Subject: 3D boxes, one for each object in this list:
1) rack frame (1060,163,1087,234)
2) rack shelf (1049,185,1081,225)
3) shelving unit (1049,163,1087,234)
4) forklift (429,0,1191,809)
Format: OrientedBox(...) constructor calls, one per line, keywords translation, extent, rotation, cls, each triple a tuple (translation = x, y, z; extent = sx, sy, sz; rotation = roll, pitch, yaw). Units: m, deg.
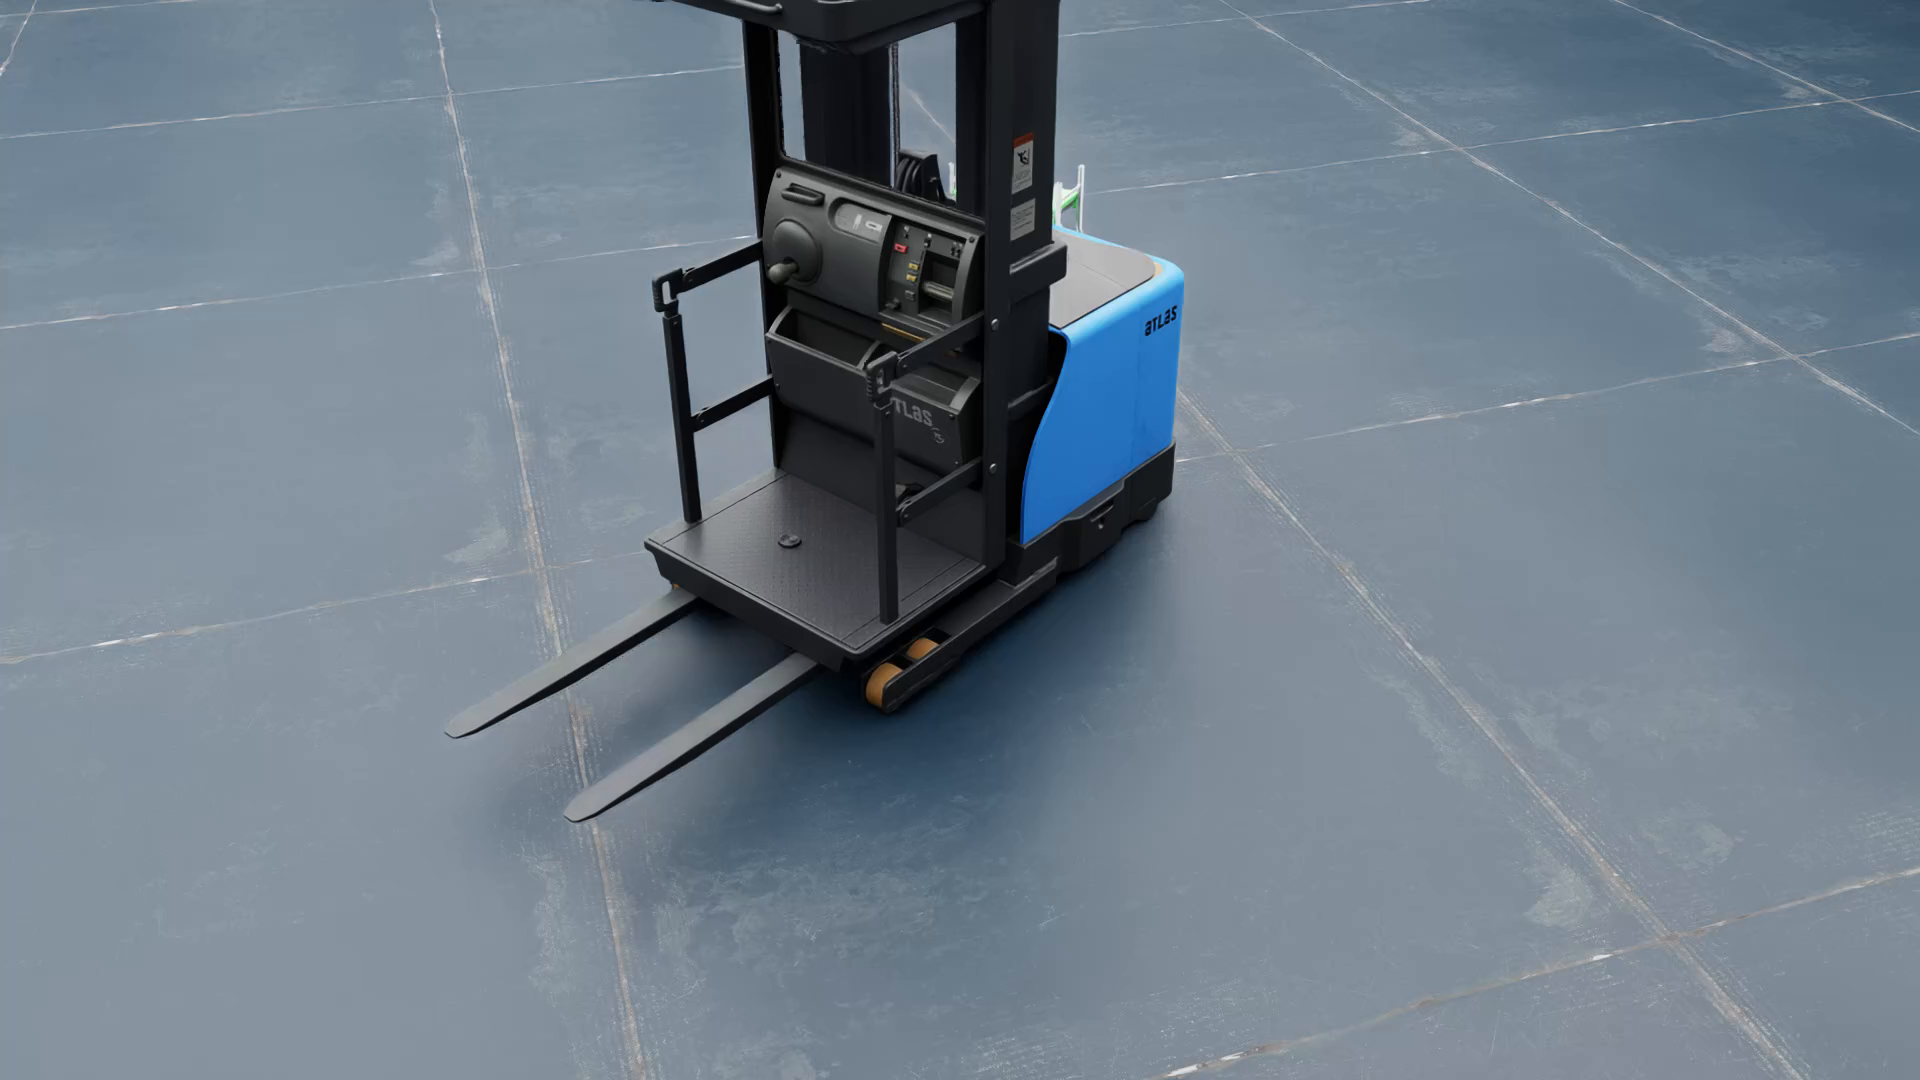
OrientedBox(translation=(0.469, -1.013, 7.193), extent=(0.015, 1.200, 0.240), rotation=(15, 36, 22), cls="rack frame")
OrientedBox(translation=(0.253, -1.423, 7.058), extent=(0.480, 0.148, 0.258), rotation=(15, 36, 22), cls="rack shelf")
OrientedBox(translation=(0.251, -1.074, 7.284), extent=(0.503, 1.200, 0.258), rotation=(15, 36, 22), cls="shelving unit")
OrientedBox(translation=(-0.474, -0.948, 5.525), extent=(1.130, 2.935, 3.031), rotation=(27, 42, 35), cls="forklift")
